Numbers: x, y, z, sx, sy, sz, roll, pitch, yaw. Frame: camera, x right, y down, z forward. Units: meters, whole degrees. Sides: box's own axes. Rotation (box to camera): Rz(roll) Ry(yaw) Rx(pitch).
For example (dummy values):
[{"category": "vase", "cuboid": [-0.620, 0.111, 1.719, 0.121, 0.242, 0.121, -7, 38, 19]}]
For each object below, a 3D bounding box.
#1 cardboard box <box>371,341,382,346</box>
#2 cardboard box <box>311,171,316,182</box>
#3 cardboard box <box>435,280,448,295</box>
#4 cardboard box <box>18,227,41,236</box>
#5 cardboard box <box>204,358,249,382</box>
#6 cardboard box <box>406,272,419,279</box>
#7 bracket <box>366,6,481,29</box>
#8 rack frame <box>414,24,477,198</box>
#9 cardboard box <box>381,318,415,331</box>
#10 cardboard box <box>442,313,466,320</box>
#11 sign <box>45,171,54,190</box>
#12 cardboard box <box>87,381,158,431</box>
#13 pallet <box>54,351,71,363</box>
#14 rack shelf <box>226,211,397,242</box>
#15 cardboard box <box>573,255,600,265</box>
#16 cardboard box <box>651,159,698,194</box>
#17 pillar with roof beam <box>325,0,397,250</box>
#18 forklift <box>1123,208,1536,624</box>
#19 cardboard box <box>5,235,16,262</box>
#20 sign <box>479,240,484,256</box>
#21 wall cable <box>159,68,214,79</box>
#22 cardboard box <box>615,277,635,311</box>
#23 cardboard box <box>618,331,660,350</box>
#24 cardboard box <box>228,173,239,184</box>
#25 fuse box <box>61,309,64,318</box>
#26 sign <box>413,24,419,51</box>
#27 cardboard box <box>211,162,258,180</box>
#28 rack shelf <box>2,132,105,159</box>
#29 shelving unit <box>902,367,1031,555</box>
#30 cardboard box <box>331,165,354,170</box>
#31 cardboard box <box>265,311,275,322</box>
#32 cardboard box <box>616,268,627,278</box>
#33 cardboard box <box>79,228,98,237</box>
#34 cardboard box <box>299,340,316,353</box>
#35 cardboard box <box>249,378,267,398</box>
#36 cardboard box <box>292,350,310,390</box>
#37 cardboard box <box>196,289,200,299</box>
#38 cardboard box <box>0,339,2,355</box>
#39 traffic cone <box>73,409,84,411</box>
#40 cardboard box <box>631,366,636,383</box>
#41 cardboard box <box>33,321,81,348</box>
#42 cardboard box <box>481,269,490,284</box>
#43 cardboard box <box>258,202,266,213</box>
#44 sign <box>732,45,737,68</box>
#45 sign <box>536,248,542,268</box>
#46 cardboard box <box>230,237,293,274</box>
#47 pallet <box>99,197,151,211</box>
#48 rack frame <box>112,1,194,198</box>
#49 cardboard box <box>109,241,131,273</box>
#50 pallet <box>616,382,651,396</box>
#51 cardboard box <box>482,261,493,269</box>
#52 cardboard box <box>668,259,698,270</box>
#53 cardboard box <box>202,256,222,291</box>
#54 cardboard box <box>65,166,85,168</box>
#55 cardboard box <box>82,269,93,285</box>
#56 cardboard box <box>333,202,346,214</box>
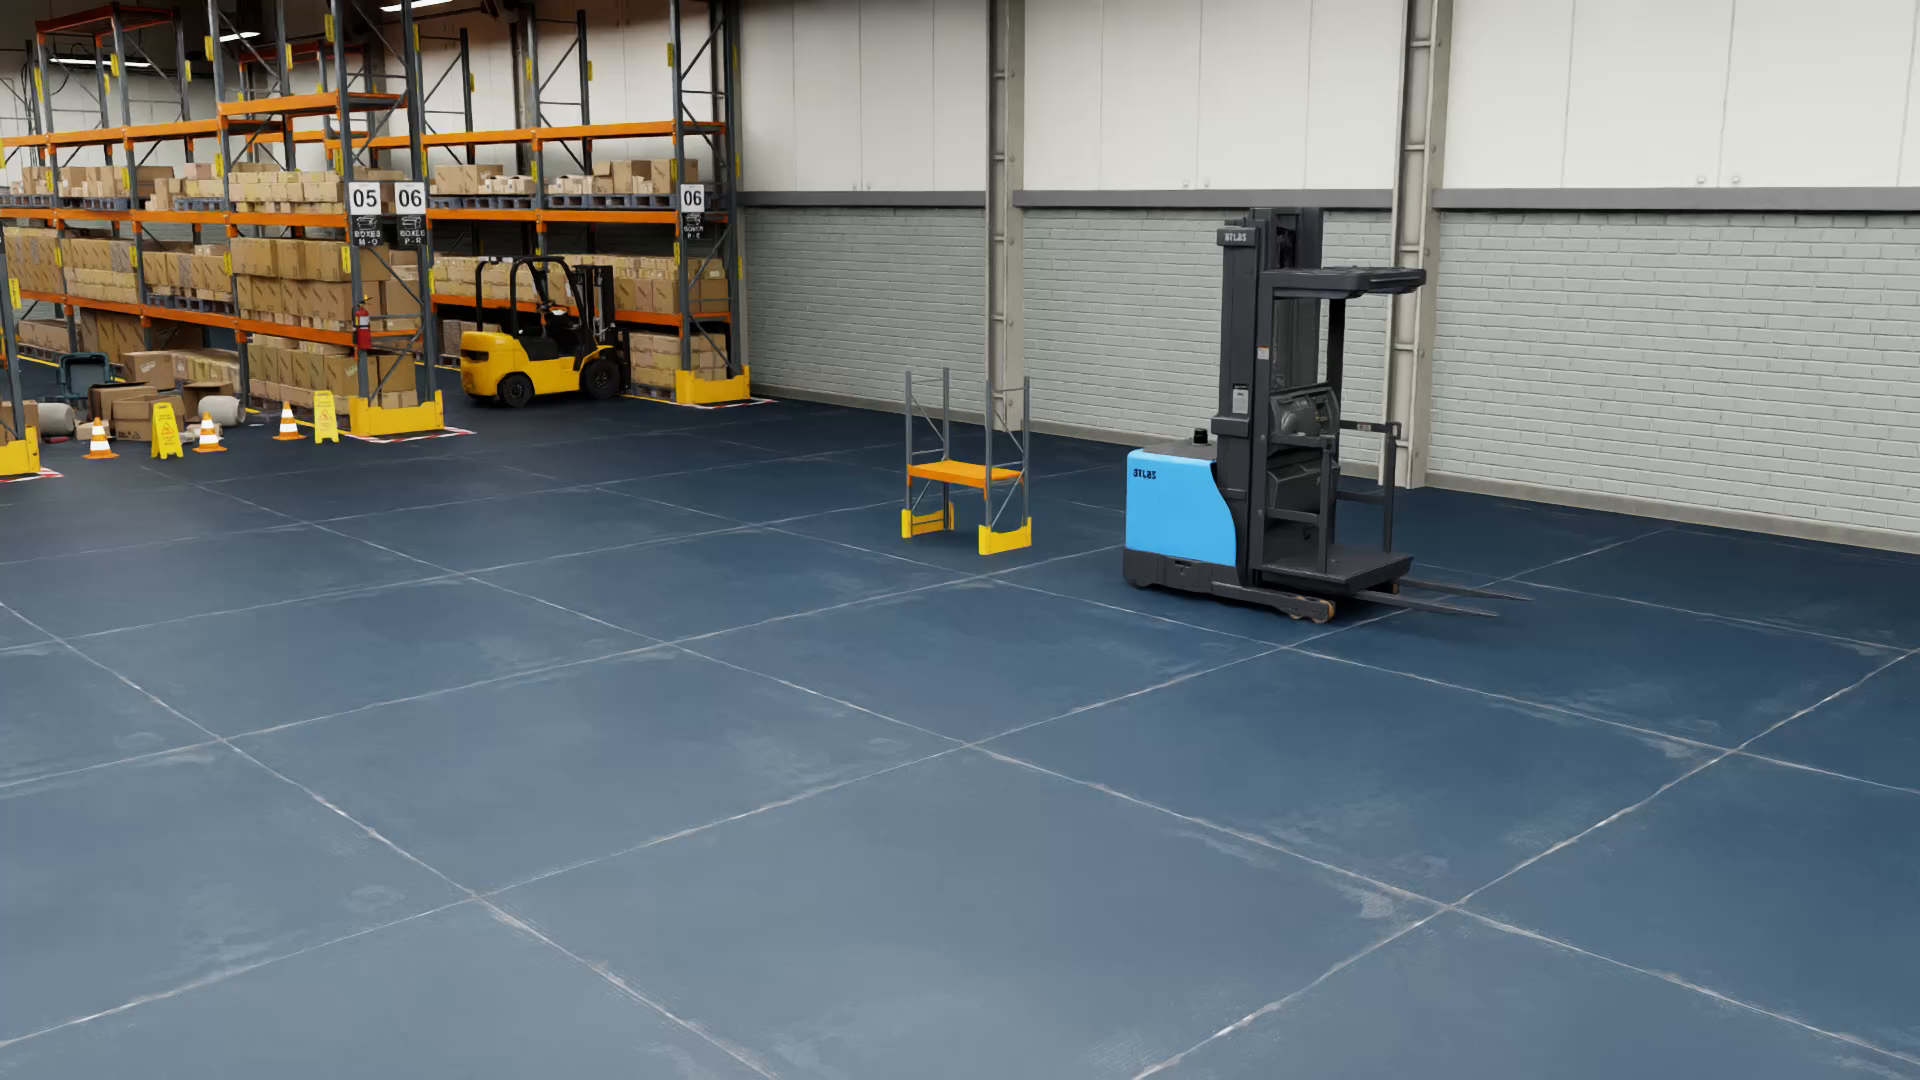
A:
[{"category": "cardboard box", "cuboid": [-11.140, -4.060, 32.339, 0.500, 0.500, 0.500, 11, 16, 43]}, {"category": "cardboard box", "cuboid": [-8.253, -4.754, 21.764, 0.380, 0.149, 0.250, -11, 16, -42]}, {"category": "cardboard box", "cuboid": [-9.136, -4.574, 30.053, 0.500, 0.250, 0.500, -11, 16, -42]}, {"category": "cardboard box", "cuboid": [-17.589, -5.839, 31.485, 0.380, 0.149, 0.250, -11, 16, -42]}, {"category": "cardboard box", "cuboid": [-10.954, -2.570, 25.423, 0.950, 0.372, 0.625, -10, 15, -39]}, {"category": "cardboard box", "cuboid": [-9.997, -4.872, 30.706, 0.380, 0.149, 0.250, -11, 16, -42]}, {"category": "bracket", "cuboid": [-10.036, -9.770, 31.114, 0.076, 0.066, 4.783, -11, 16, -43]}, {"category": "rack frame", "cuboid": [-9.266, -7.685, 29.912, 1.000, 3.000, 0.127, -11, 16, -43]}, {"category": "cardboard box", "cuboid": [-7.413, -2.842, 21.896, 0.380, 0.149, 0.250, -11, 16, -42]}, {"category": "cardboard box", "cuboid": [-9.564, -4.208, 31.448, 0.380, 0.149, 0.250, -10, 15, -41]}, {"category": "sign", "cuboid": [-16.016, -6.322, 29.251, 0.100, 0.325, 0.005, -11, 16, -43]}, {"category": "cardboard box", "cuboid": [-11.024, -1.770, 21.917, 0.797, 0.637, 0.503, -11, 16, -43]}, {"category": "pallet", "cuboid": [-16.084, -3.394, 30.864, 1.003, 0.211, 1.213, -11, 16, -43]}, {"category": "rack shelf", "cuboid": [-8.710, -4.296, 22.677, 1.077, 0.370, 4.000, -11, 16, -43]}, {"category": "cardboard box", "cuboid": [-5.966, -4.474, 26.601, 0.380, 0.149, 0.250, -10, 16, -41]}, {"category": "cardboard box", "cuboid": [-4.223, -5.383, 24.634, 0.500, 0.500, 0.500, -10, 15, -41]}, {"category": "pillar with roof beam", "cuboid": [-14.970, -7.896, 30.936, 9.100, 9.000, 0.548, -11, 16, -43]}, {"category": "forklift", "cuboid": [2.729, -0.952, 12.270, 3.031, 2.935, 1.130, 10, 15, 40]}, {"category": "cardboard box", "cuboid": [-17.890, -5.576, 31.819, 0.500, 0.500, 0.500, 11, 16, 44]}, {"category": "sign", "cuboid": [-8.866, -5.392, 30.778, 0.100, 0.325, 0.005, -11, 16, -43]}, {"category": "wall cable", "cuboid": [-17.762, -12.579, 39.882, 2.988, 3.039, 0.133, -11, 16, -43]}, {"category": "cardboard box", "cuboid": [-4.976, -3.815, 25.748, 0.500, 0.500, 0.500, -11, 16, -44]}, {"category": "cardboard box", "cuboid": [-4.997, -3.098, 25.808, 0.500, 0.250, 0.500, -11, 16, -42]}, {"category": "cardboard box", "cuboid": [-10.109, -5.116, 23.522, 0.380, 0.149, 0.250, -11, 16, -44]}, {"category": "fuse box", "cuboid": [-20.669, -5.682, 38.250, 0.539, 1.711, 0.414, -11, 16, -43]}, {"category": "sign", "cuboid": [-6.936, -6.397, 21.150, 0.100, 0.325, 0.005, -11, 16, -43]}, {"category": "cardboard box", "cuboid": [-10.583, -5.384, 24.268, 0.500, 0.250, 0.500, -10, 16, -41]}, {"category": "rack shelf", "cuboid": [-16.996, -7.320, 30.915, 1.077, 0.370, 4.000, -11, 16, -43]}, {"category": "shelving unit", "cuboid": [0.053, -0.723, 14.706, 0.587, 1.500, 1.083, -11, 16, -43]}, {"category": "cardboard box", "cuboid": [-12.072, -7.187, 32.500, 0.396, 0.266, 0.258, -11, 16, -43]}, {"category": "cardboard box", "cuboid": [-9.542, -3.152, 23.399, 0.380, 0.149, 0.250, -10, 15, -41]}, {"category": "cardboard box", "cuboid": [-5.087, -4.141, 25.723, 0.380, 0.149, 0.250, -11, 16, -42]}, {"category": "cardboard box", "cuboid": [-16.041, -5.643, 30.537, 0.380, 0.149, 0.250, -11, 16, -43]}, {"category": "cardboard box", "cuboid": [-8.724, -2.631, 22.558, 0.380, 0.149, 0.250, -10, 15, -40]}, {"category": "cardboard box", "cuboid": [-9.879, -2.206, 23.958, 0.500, 0.250, 0.500, 11, 16, 43]}, {"category": "cardboard box", "cuboid": [-8.777, -2.344, 22.770, 0.500, 0.500, 0.500, 11, 16, 44]}, {"category": "cardboard box", "cuboid": [-11.340, -3.741, 25.217, 0.380, 0.149, 0.250, -11, 16, -43]}, {"category": "cardboard box", "cuboid": [-11.128, -2.304, 18.288, 0.875, 0.550, 0.550, -11, 16, -43]}, {"category": "traffic cone", "cuboid": [-12.883, -2.117, 24.040, 0.336, 0.463, 0.334, -11, 16, -43]}, {"category": "cardboard box", "cuboid": [-4.969, -2.611, 25.924, 0.500, 0.250, 0.500, -11, 16, -42]}, {"category": "cardboard box", "cuboid": [-17.211, -3.958, 31.998, 0.875, 0.438, 0.875, -10, 16, -41]}, {"category": "cardboard box", "cuboid": [-8.071, -4.596, 28.919, 0.500, 0.250, 0.500, -11, 16, -42]}, {"category": "cardboard box", "cuboid": [-9.517, -4.628, 23.131, 0.380, 0.149, 0.250, -10, 15, -41]}, {"category": "sign", "cuboid": [-3.335, -7.129, 24.506, 0.100, 0.325, 0.005, -11, 16, -43]}, {"category": "sign", "cuboid": [-6.889, -4.614, 27.201, 0.100, 0.325, 0.005, -11, 16, -43]}, {"category": "cardboard box", "cuboid": [-9.944, -4.061, 23.724, 0.700, 0.500, 0.500, -11, 16, -43]}, {"category": "pallet", "cuboid": [-13.336, -5.518, 27.294, 1.213, 0.211, 1.003, -10, 15, -40]}, {"category": "rack frame", "cuboid": [-12.853, -6.993, 26.552, 1.000, 3.000, 0.127, -11, 16, -43]}, {"category": "cardboard box", "cuboid": [-13.759, -4.706, 27.593, 0.500, 0.500, 0.500, -11, 16, -42]}, {"category": "pallet", "cuboid": [-5.138, -2.497, 26.509, 1.003, 0.211, 1.213, -11, 16, -43]}, {"category": "cardboard box", "cuboid": [-8.043, -4.759, 28.720, 0.250, 0.149, 0.380, 11, 16, 44]}, {"category": "cardboard box", "cuboid": [-4.141, -4.114, 24.856, 0.380, 0.149, 0.250, -11, 16, -42]}, {"category": "cardboard box", "cuboid": [-10.919, -3.979, 24.764, 0.500, 0.500, 0.500, -11, 16, -42]}, {"category": "cardboard box", "cuboid": [-15.870, -6.526, 30.184, 0.500, 0.500, 0.500, -11, 16, -42]}, {"category": "cardboard box", "cuboid": [-14.806, -4.557, 28.727, 0.500, 0.250, 0.500, -11, 16, -42]}, {"category": "cardboard box", "cuboid": [-7.777, -4.246, 21.276, 0.380, 0.149, 0.250, -11, 16, -42]}]
